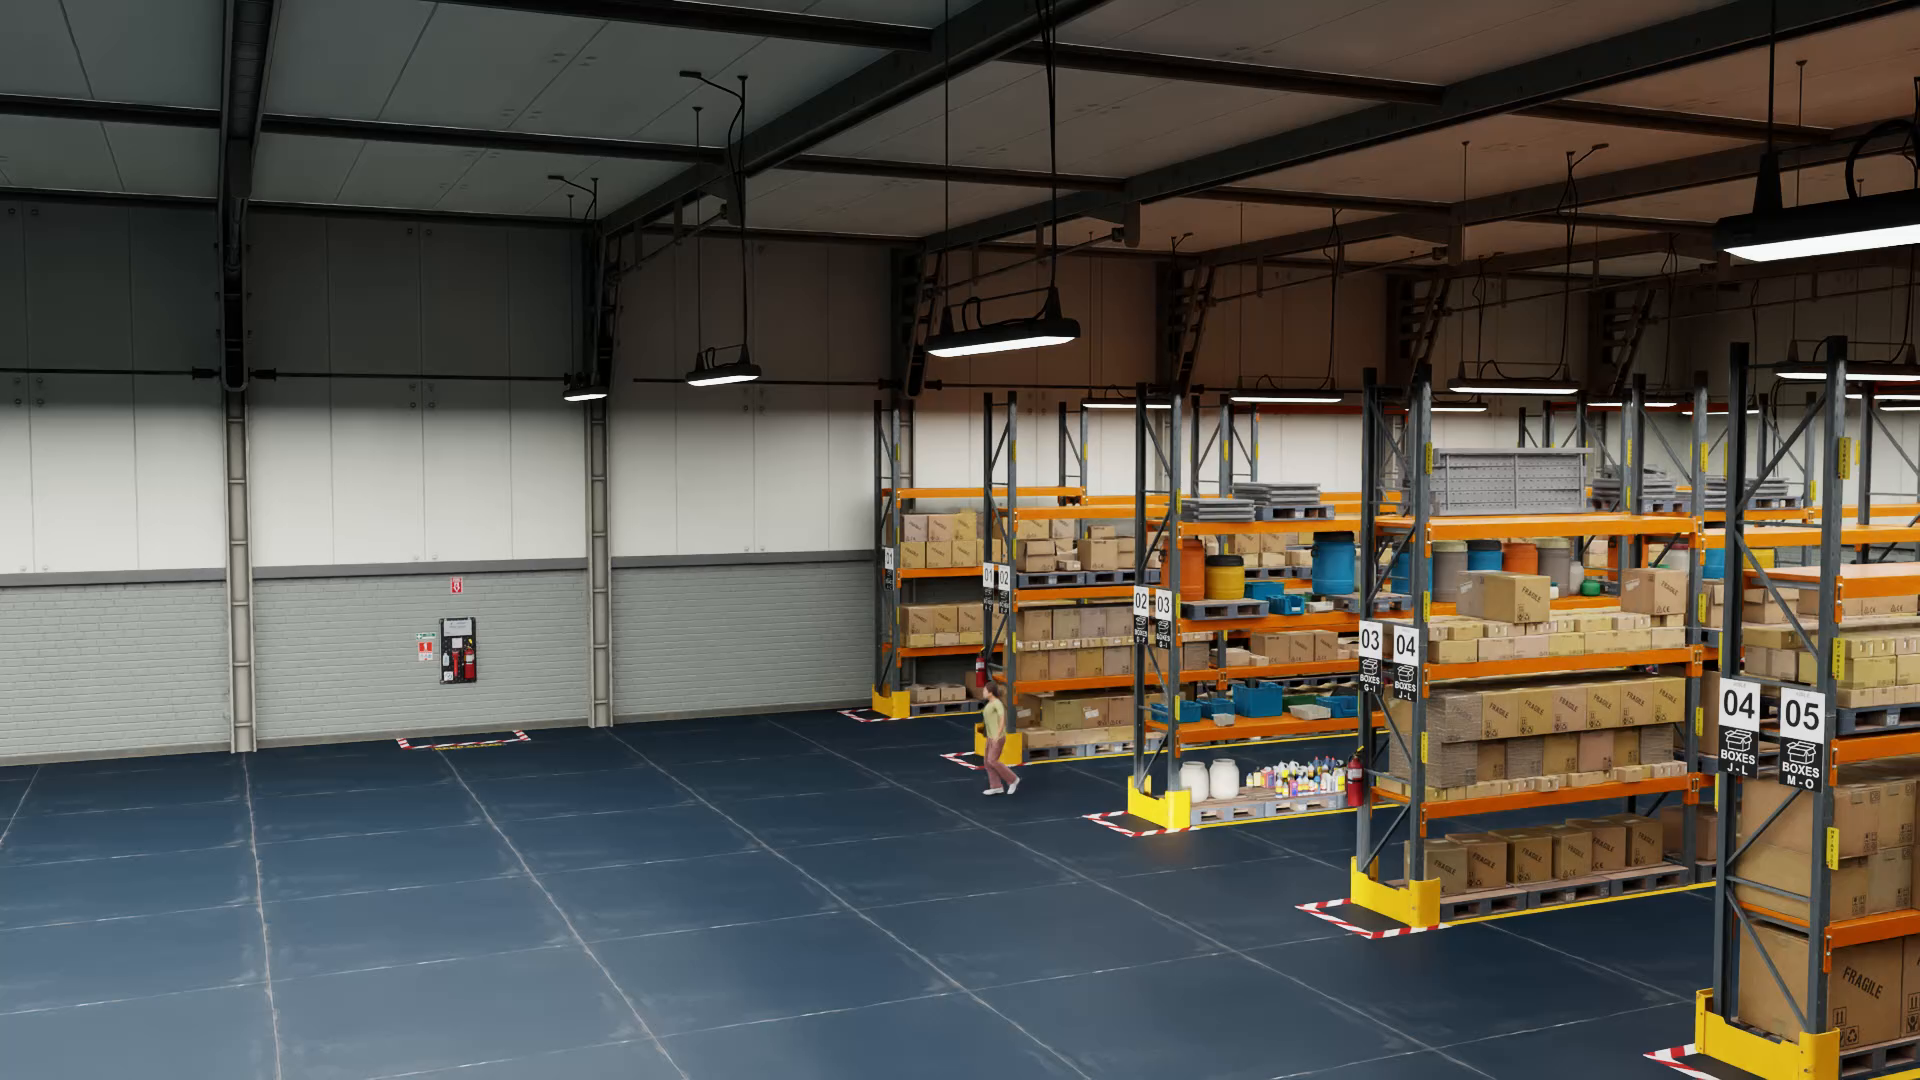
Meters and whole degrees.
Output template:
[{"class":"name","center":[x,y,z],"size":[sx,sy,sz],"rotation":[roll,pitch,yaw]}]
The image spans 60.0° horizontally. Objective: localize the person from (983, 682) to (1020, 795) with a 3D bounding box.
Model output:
[{"class":"person","center":[0.597,2.917,24.512],"size":[0.523,1.654,0.524],"rotation":[-1,3,-15]}]
